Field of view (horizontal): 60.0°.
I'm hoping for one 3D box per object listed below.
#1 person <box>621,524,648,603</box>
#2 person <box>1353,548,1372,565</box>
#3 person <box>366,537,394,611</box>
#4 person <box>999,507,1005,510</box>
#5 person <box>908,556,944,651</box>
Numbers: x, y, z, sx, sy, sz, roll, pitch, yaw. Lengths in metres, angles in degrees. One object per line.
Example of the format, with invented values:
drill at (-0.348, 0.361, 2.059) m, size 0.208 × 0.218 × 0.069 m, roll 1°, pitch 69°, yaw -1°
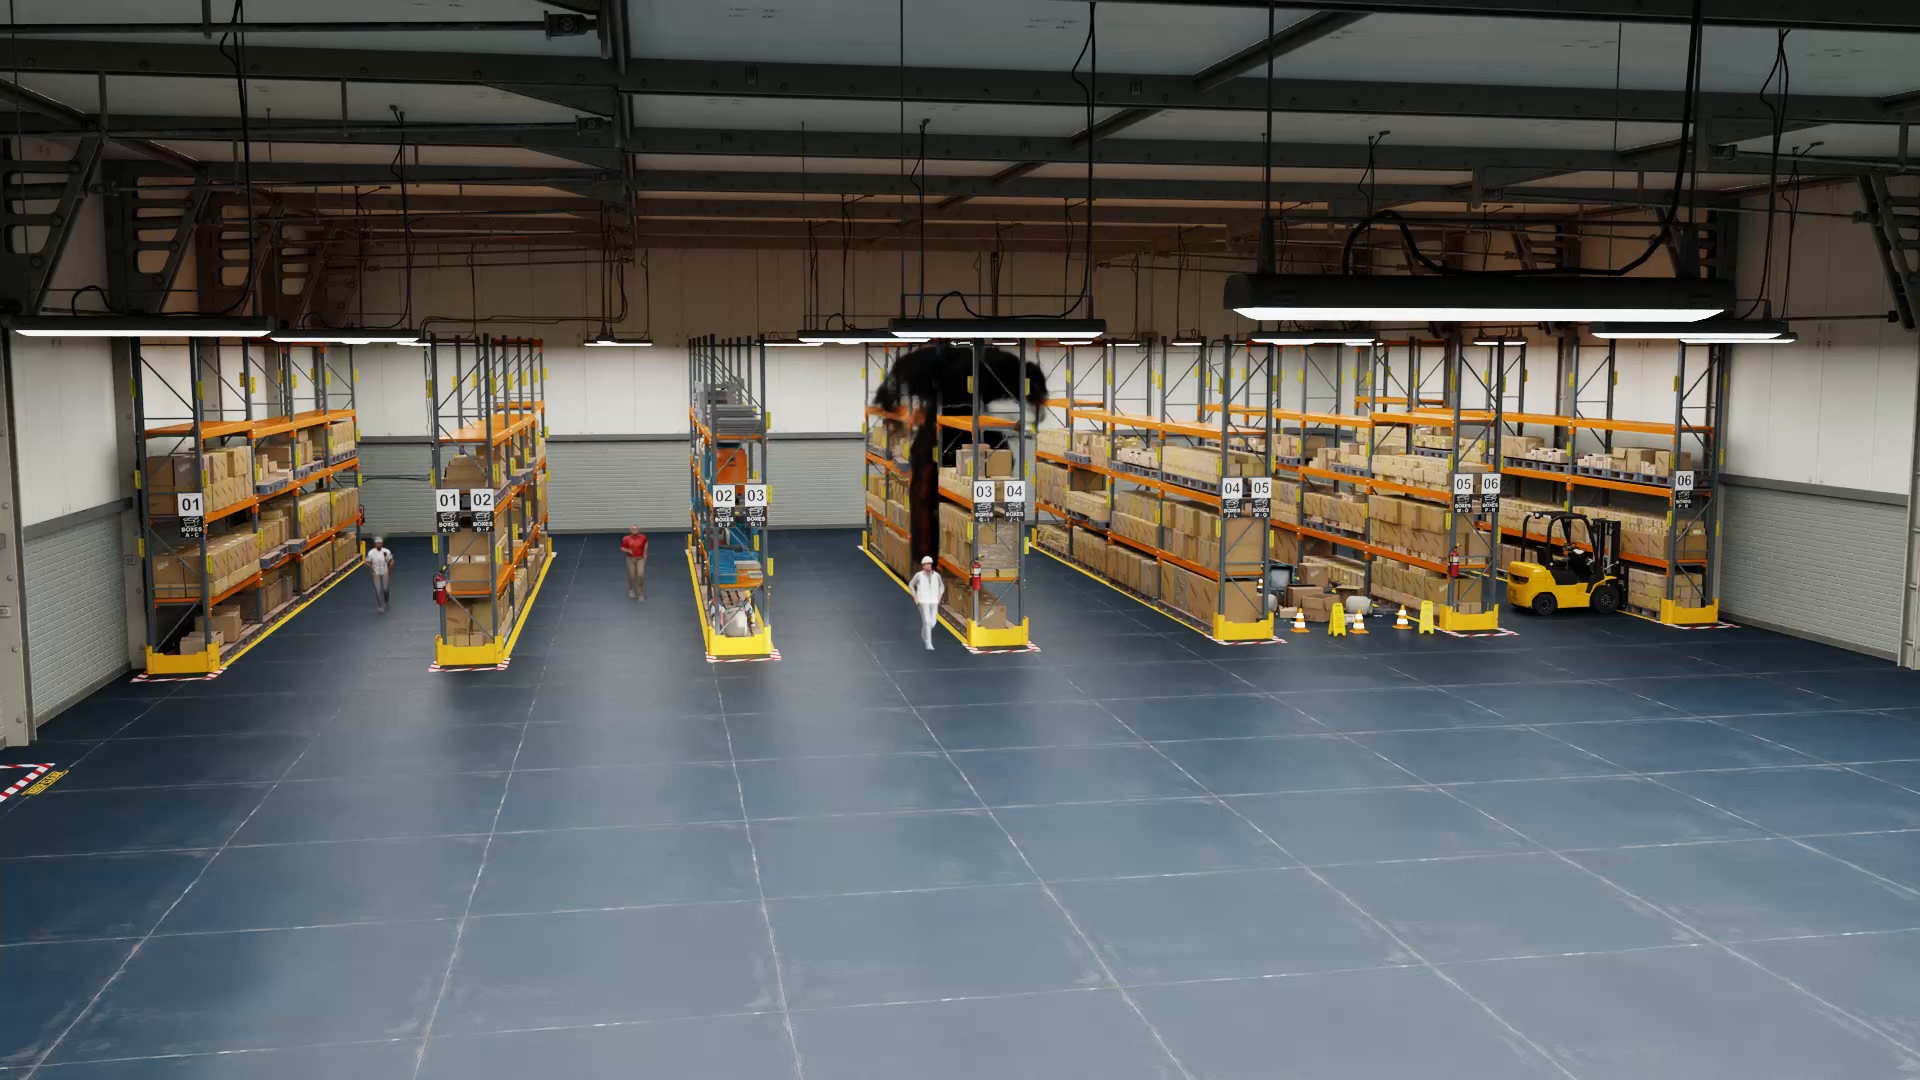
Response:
person at (-7.437, 0.514, 38.011) m, size 0.608 × 1.767 × 0.909 m, roll -1°, pitch 7°, yaw -12°
person at (10.531, -0.138, 43.454) m, size 0.664 × 1.850 × 0.777 m, roll -2°, pitch 7°, yaw -15°
person at (-12.633, 0.747, 36.215) m, size 0.576 × 1.662 × 0.580 m, roll -2°, pitch 7°, yaw -17°
person at (0.940, -0.630, 48.518) m, size 0.760 × 1.629 × 0.524 m, roll 3°, pitch 7°, yaw 26°
person at (-0.643, 1.190, 32.024) m, size 0.681 × 1.767 × 0.850 m, roll -2°, pitch 7°, yaw -20°
